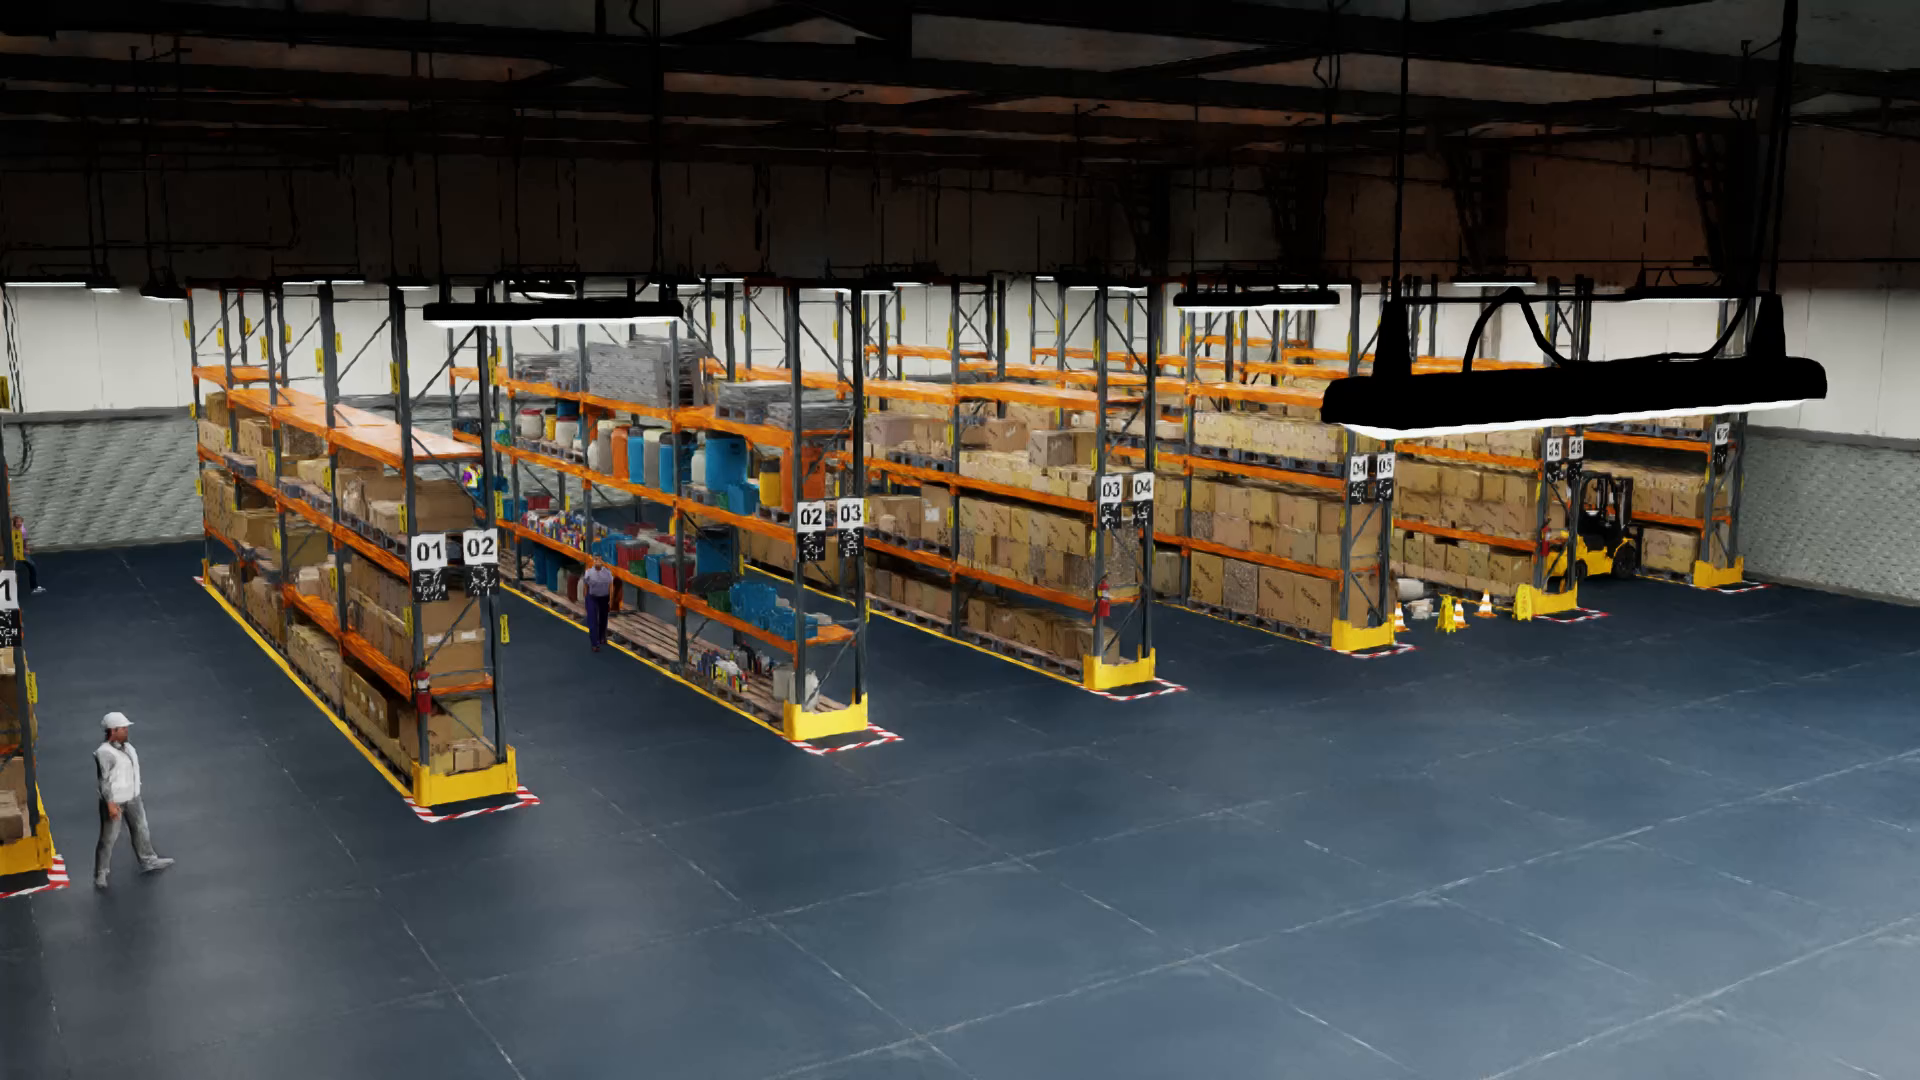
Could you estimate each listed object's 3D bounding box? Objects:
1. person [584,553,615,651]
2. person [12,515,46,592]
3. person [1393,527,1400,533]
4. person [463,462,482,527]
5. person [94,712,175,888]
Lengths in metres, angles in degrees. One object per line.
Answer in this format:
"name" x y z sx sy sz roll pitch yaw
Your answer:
"person" -5.921 0.986 27.322 0.476 1.580 1.003 -4 10 -23
"person" -17.998 0.263 31.786 0.754 1.533 0.571 7 12 35
"person" 9.314 -0.478 35.369 0.605 1.789 0.451 5 11 28
"person" -11.640 -1.125 39.400 0.531 1.752 0.739 3 10 18
"person" -8.590 2.617 17.079 0.566 1.761 0.737 1 10 6
